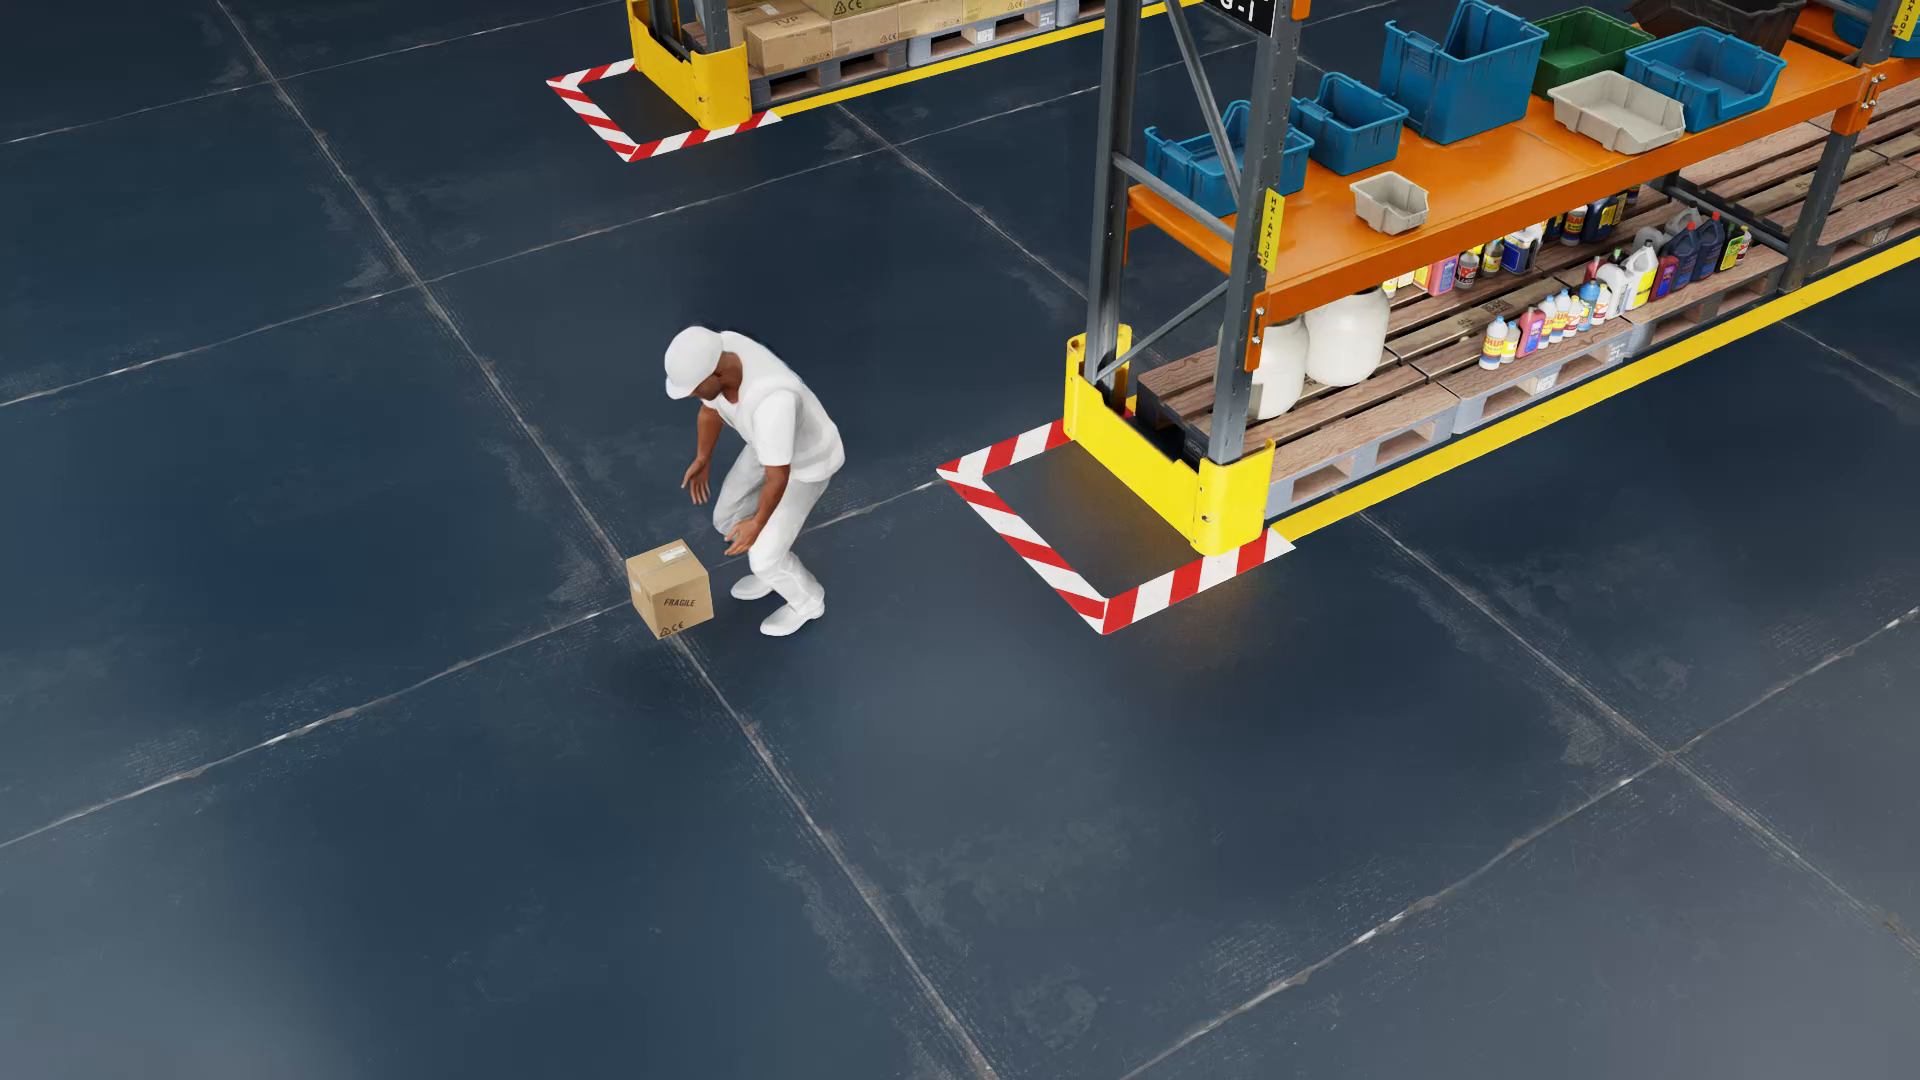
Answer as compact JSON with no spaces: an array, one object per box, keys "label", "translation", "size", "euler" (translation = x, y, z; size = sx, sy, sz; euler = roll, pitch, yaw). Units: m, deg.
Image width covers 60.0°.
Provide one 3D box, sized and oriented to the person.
[{"label":"person","translation":[-0.793,-0.265,6.641],"size":[0.687,1.517,0.627],"euler":[-22,45,-24]}]
